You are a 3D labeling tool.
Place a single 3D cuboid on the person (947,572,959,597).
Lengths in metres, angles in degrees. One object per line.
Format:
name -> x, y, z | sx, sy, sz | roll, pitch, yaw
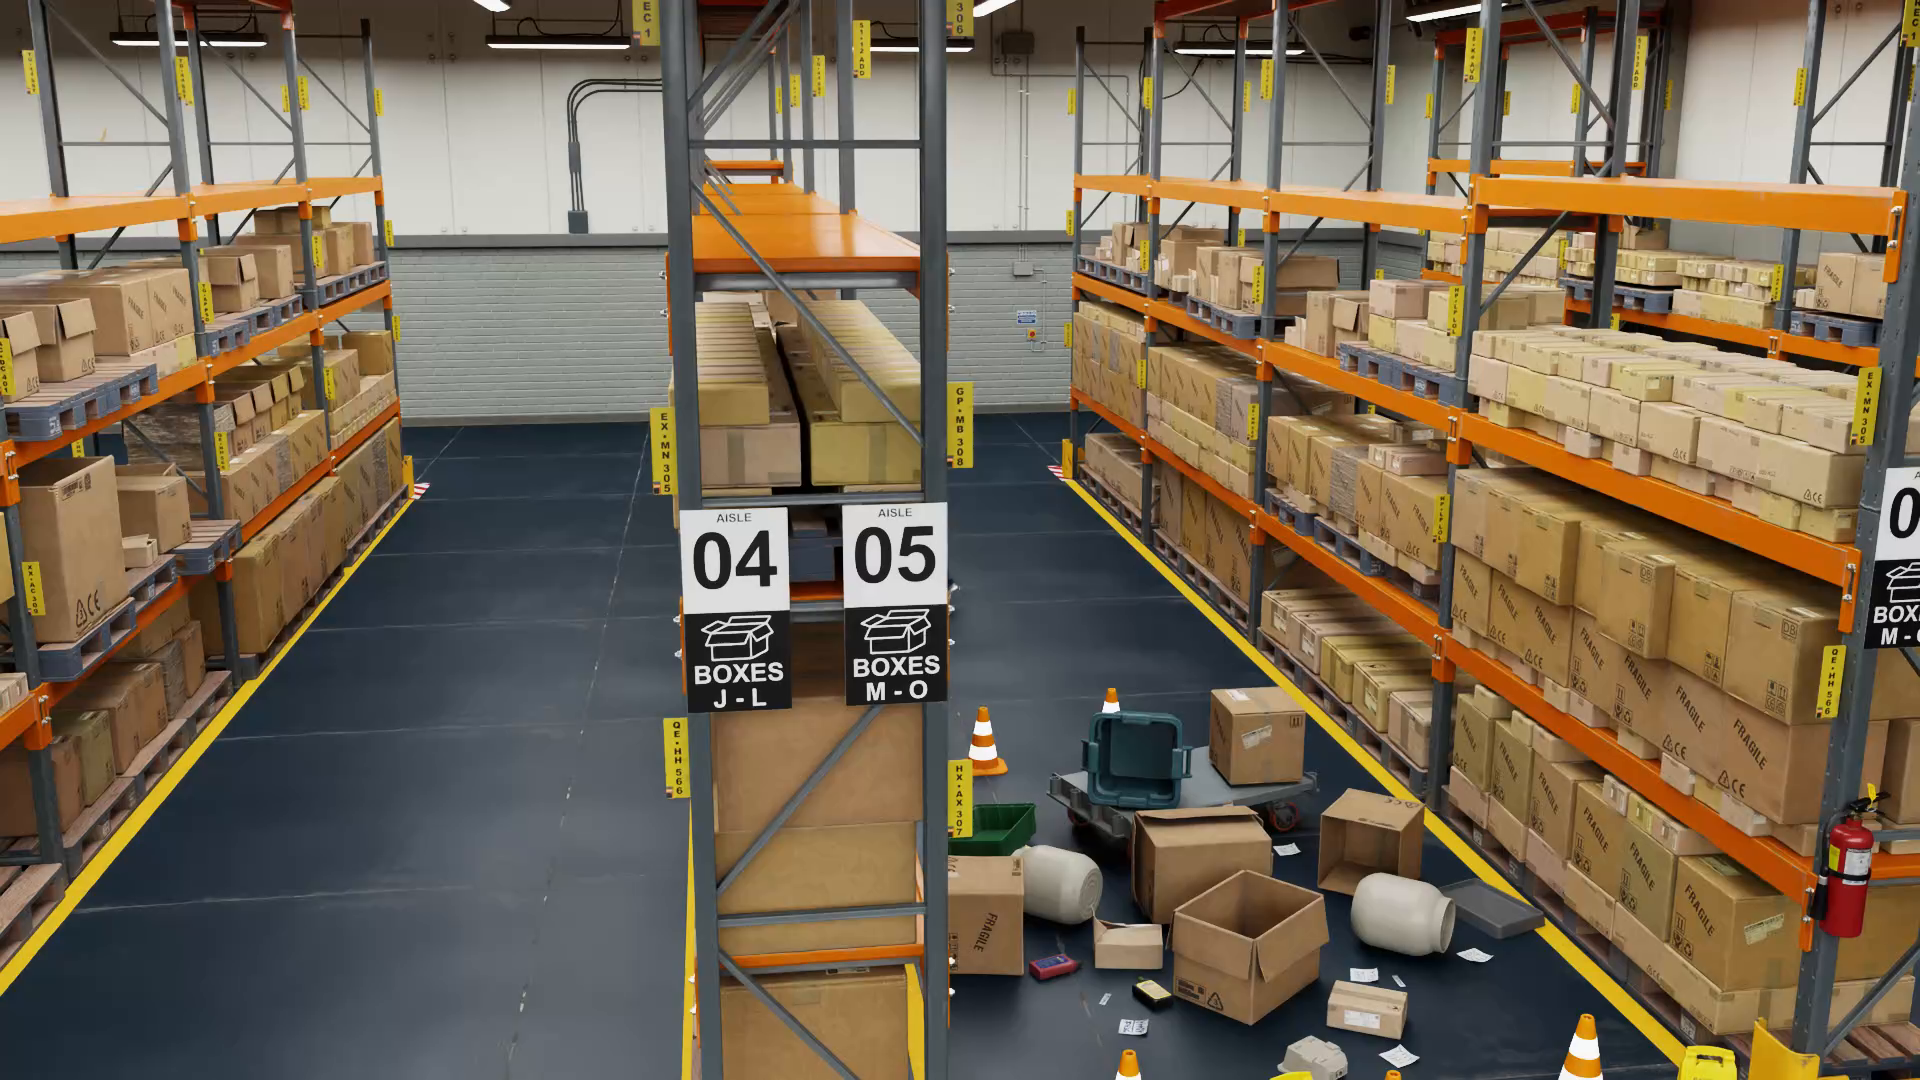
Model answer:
person -> -0.400, -0.101, 16.401 | 0.510, 1.573, 0.739 | -13, 19, -43
